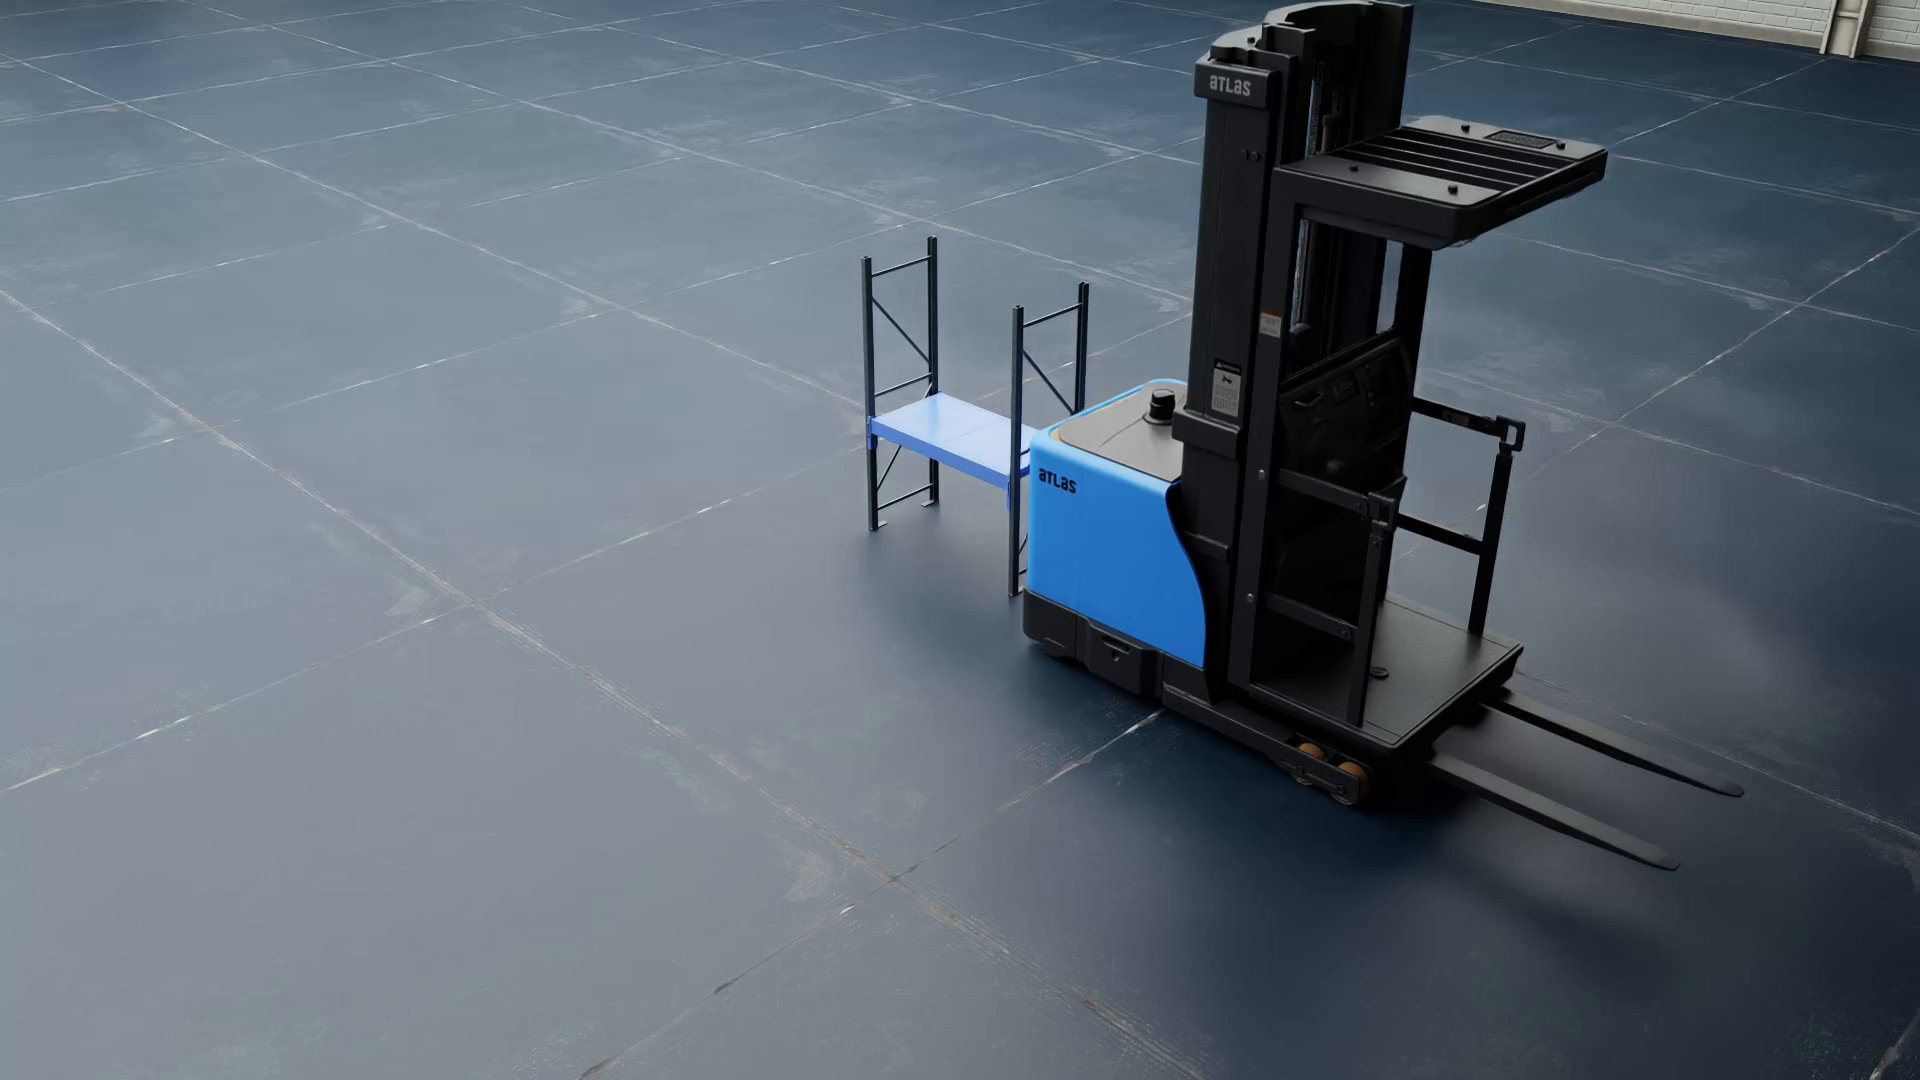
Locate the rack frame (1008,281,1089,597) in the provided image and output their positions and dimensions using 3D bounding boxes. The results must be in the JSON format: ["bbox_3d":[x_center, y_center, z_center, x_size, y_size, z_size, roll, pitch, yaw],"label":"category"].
[{"bbox_3d":[0.423,-0.470,8.033,0.032,1.500,0.500,25,36,38],"label":"rack frame"}]

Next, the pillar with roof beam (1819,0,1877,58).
[{"bbox_3d":[7.438,-8.327,14.918,0.400,9.000,9.100,25,36,38],"label":"pillar with roof beam"}]

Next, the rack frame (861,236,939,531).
[{"bbox_3d":[-0.302,-0.802,8.663,0.032,1.500,0.500,25,36,38],"label":"rack frame"}]

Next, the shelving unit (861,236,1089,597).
[{"bbox_3d":[0.061,-0.636,8.348,1.048,1.500,0.538,25,36,38],"label":"shelving unit"}]

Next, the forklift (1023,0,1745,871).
[{"bbox_3d":[1.709,-0.504,6.559,3.031,2.935,1.130,24,36,38],"label":"forklift"}]

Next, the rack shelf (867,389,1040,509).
[{"bbox_3d":[0.061,-0.477,8.432,1.000,0.185,0.538,25,36,38],"label":"rack shelf"}]
